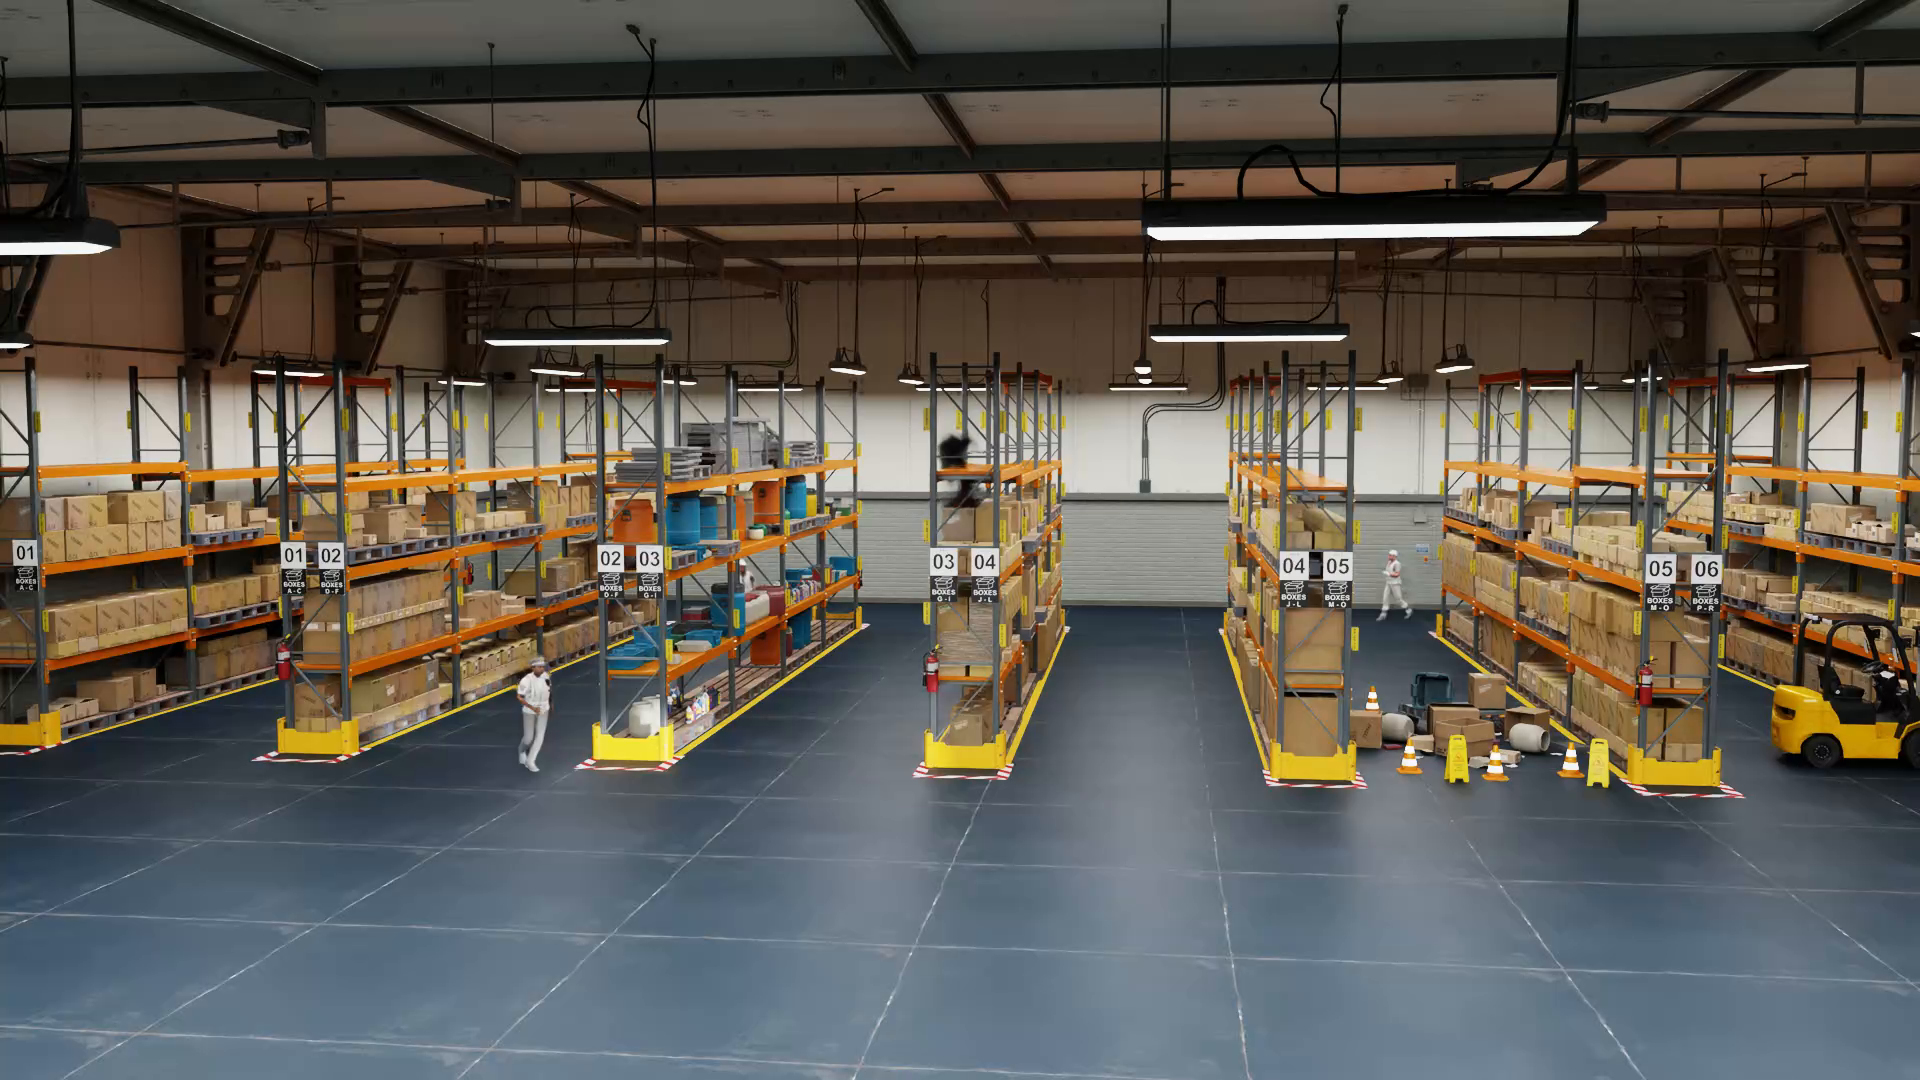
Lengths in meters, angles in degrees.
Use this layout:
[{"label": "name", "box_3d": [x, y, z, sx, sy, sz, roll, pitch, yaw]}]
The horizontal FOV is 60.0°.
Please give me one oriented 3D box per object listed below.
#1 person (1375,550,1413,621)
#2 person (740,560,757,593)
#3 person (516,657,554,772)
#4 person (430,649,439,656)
[{"label": "person", "box_3d": [10.862, 1.132, 41.592, 1.006, 1.776, 0.667, -1, 4, -14]}, {"label": "person", "box_3d": [-5.190, 1.334, 39.714, 0.661, 1.739, 0.825, 0, 4, -6]}, {"label": "person", "box_3d": [-6.186, 2.491, 24.122, 0.589, 1.662, 0.666, -3, 5, -34]}, {"label": "person", "box_3d": [-10.500, 1.873, 33.232, 0.570, 1.617, 0.898, 1, 4, 13]}]
